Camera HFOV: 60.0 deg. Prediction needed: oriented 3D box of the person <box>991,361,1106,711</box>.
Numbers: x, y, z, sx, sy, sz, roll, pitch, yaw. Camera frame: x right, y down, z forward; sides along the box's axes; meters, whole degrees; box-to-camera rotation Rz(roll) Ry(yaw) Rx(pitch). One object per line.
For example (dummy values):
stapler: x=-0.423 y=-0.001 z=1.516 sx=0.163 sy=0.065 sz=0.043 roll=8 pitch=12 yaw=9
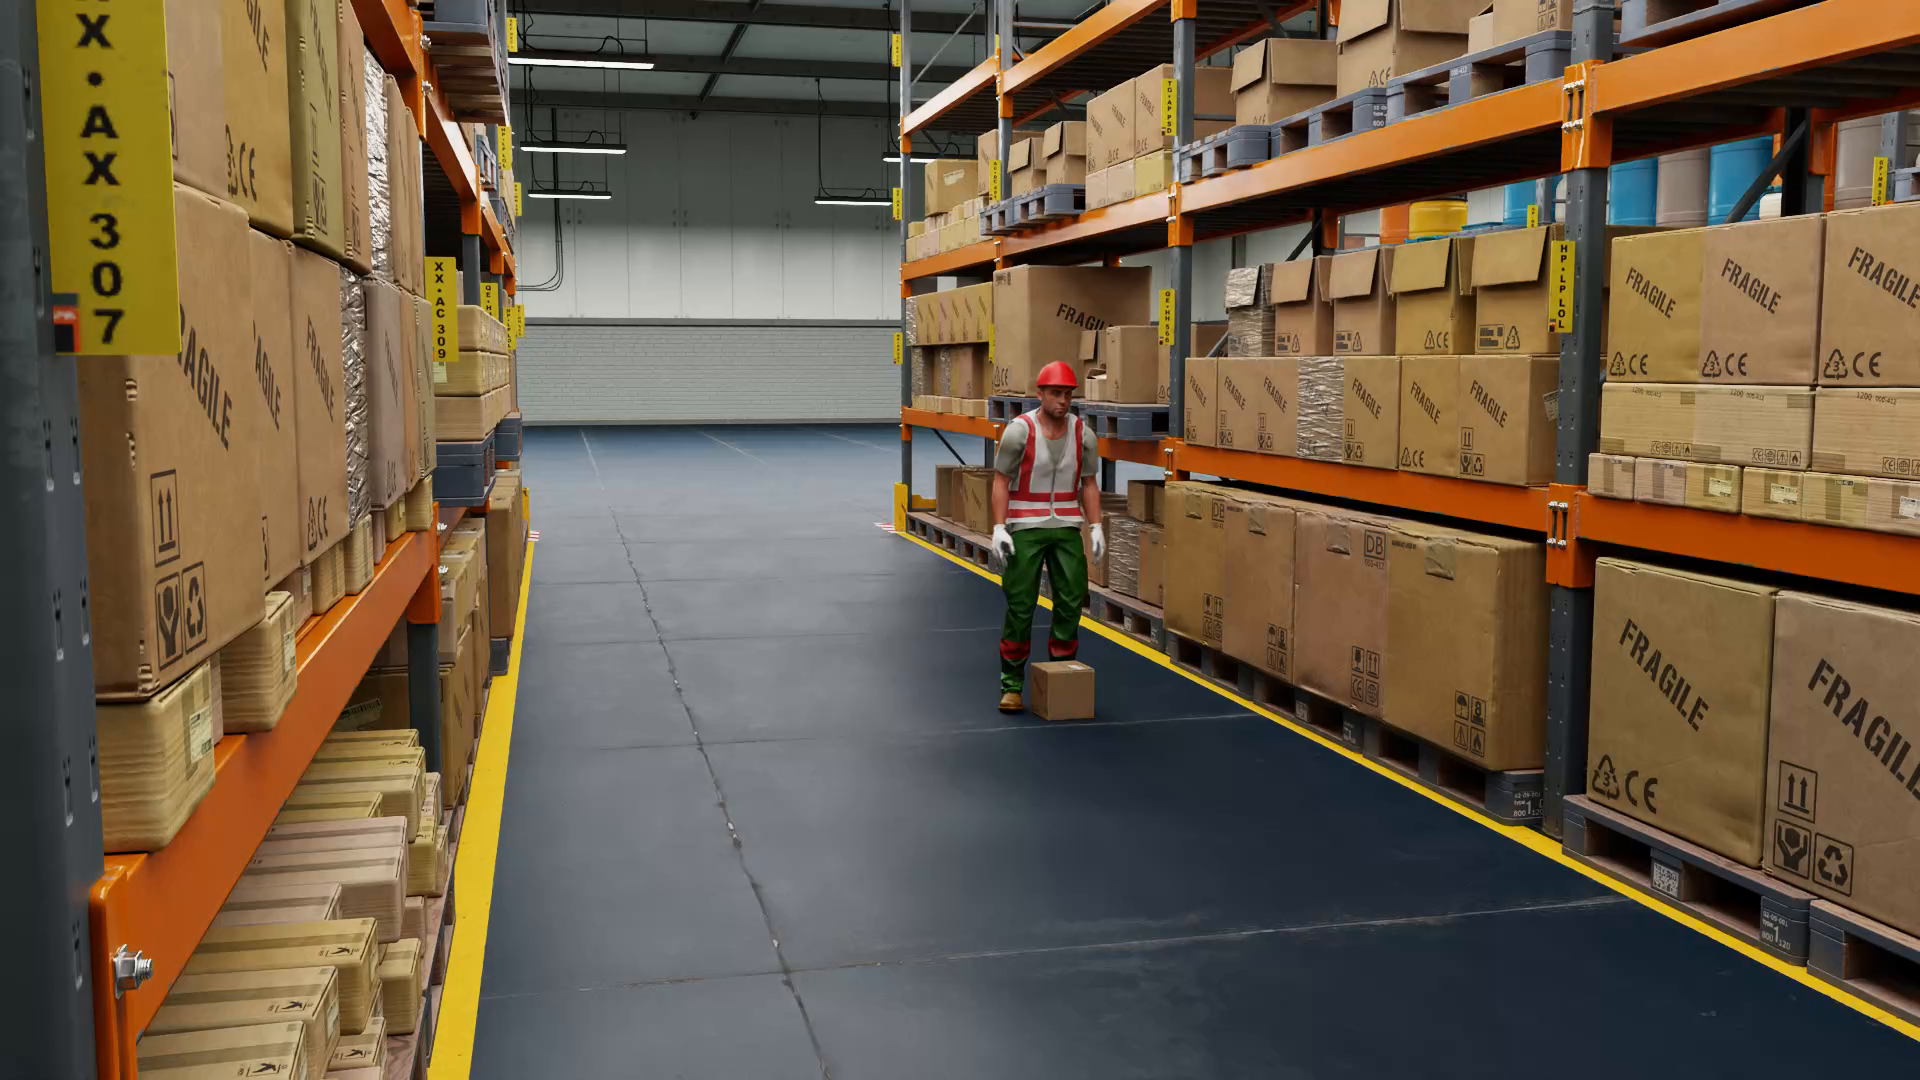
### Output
person: x=0.452 y=-0.022 z=8.530 sx=0.623 sy=1.780 sz=0.451 roll=-2 pitch=6 yaw=-15
